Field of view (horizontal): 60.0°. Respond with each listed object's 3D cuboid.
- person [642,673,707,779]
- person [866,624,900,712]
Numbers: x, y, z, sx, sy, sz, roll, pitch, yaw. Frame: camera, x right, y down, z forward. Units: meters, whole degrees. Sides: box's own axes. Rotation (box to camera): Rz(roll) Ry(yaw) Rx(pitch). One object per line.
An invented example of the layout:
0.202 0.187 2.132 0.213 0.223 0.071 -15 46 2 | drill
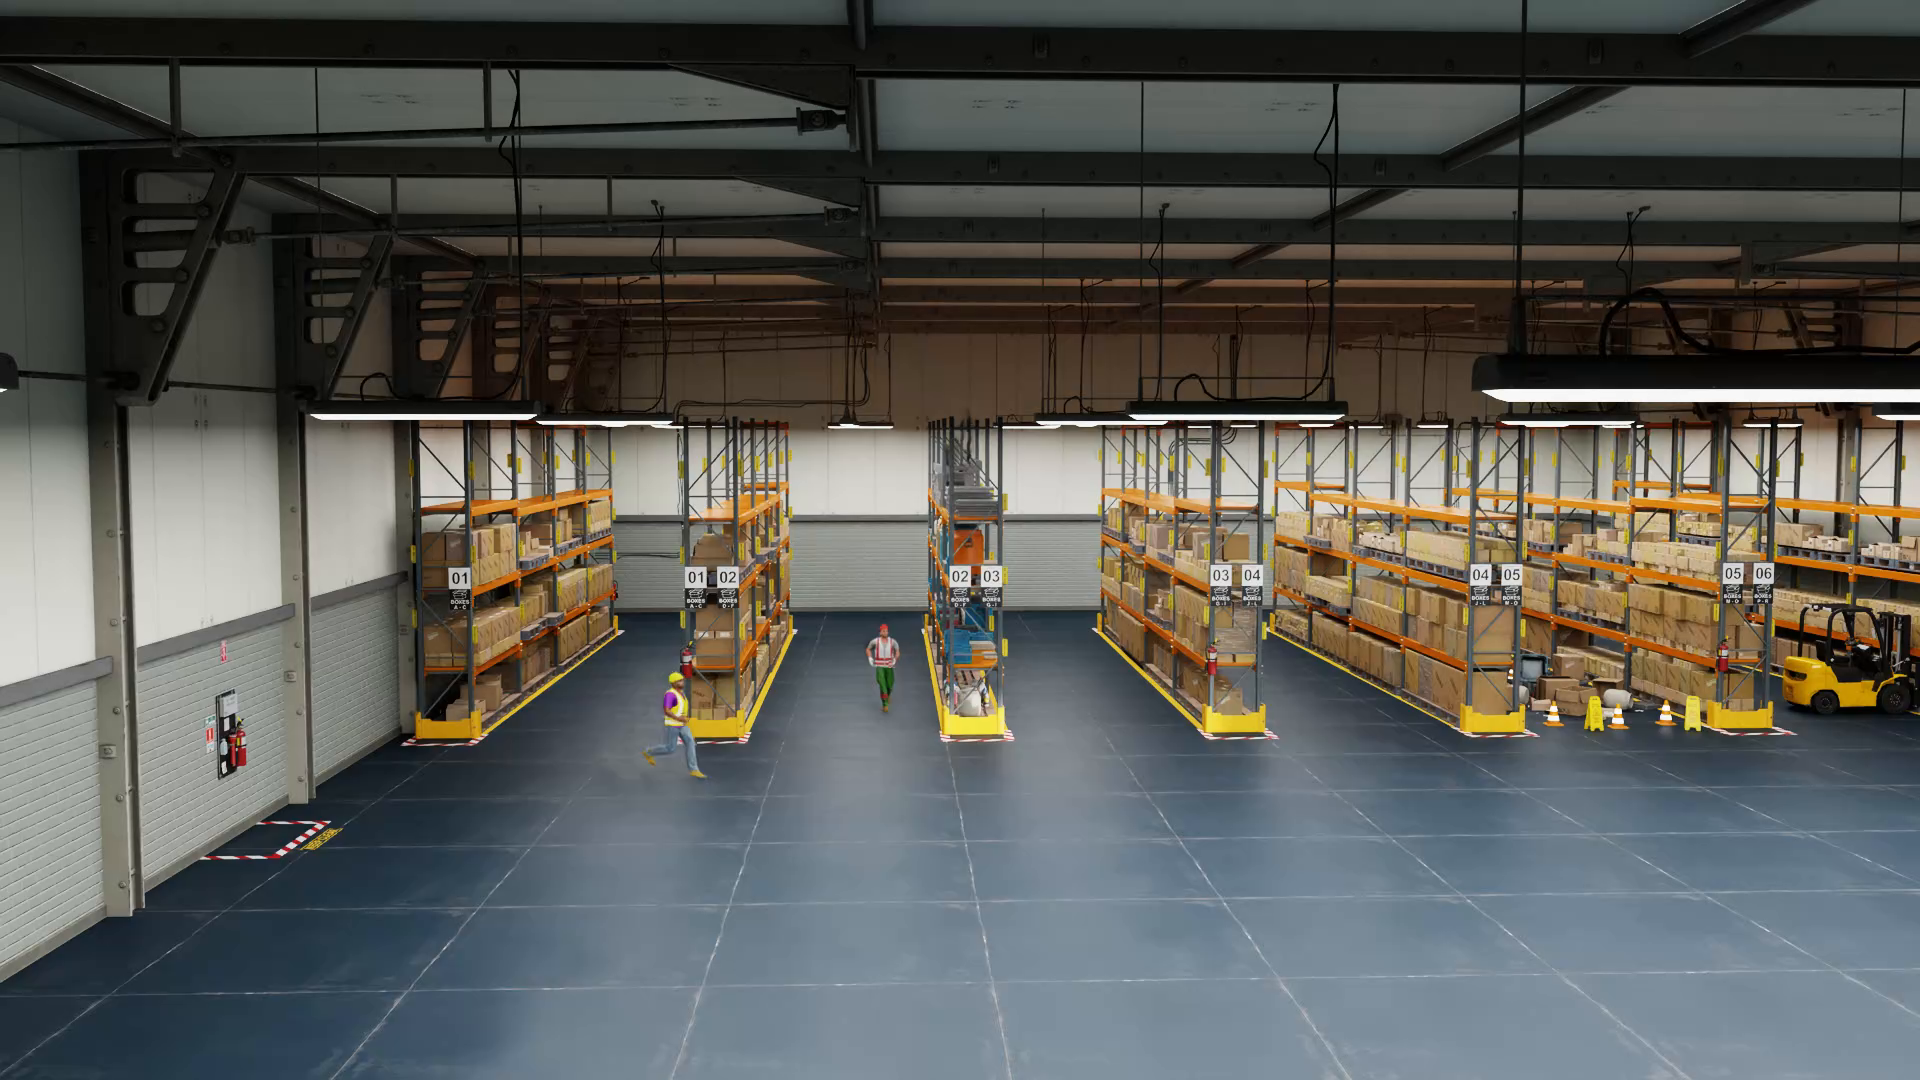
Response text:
-4.727 3.070 27.515 1.111 1.758 0.669 1 4 18 | person
-1.576 2.611 34.233 0.690 1.755 0.812 -1 4 -10 | person
